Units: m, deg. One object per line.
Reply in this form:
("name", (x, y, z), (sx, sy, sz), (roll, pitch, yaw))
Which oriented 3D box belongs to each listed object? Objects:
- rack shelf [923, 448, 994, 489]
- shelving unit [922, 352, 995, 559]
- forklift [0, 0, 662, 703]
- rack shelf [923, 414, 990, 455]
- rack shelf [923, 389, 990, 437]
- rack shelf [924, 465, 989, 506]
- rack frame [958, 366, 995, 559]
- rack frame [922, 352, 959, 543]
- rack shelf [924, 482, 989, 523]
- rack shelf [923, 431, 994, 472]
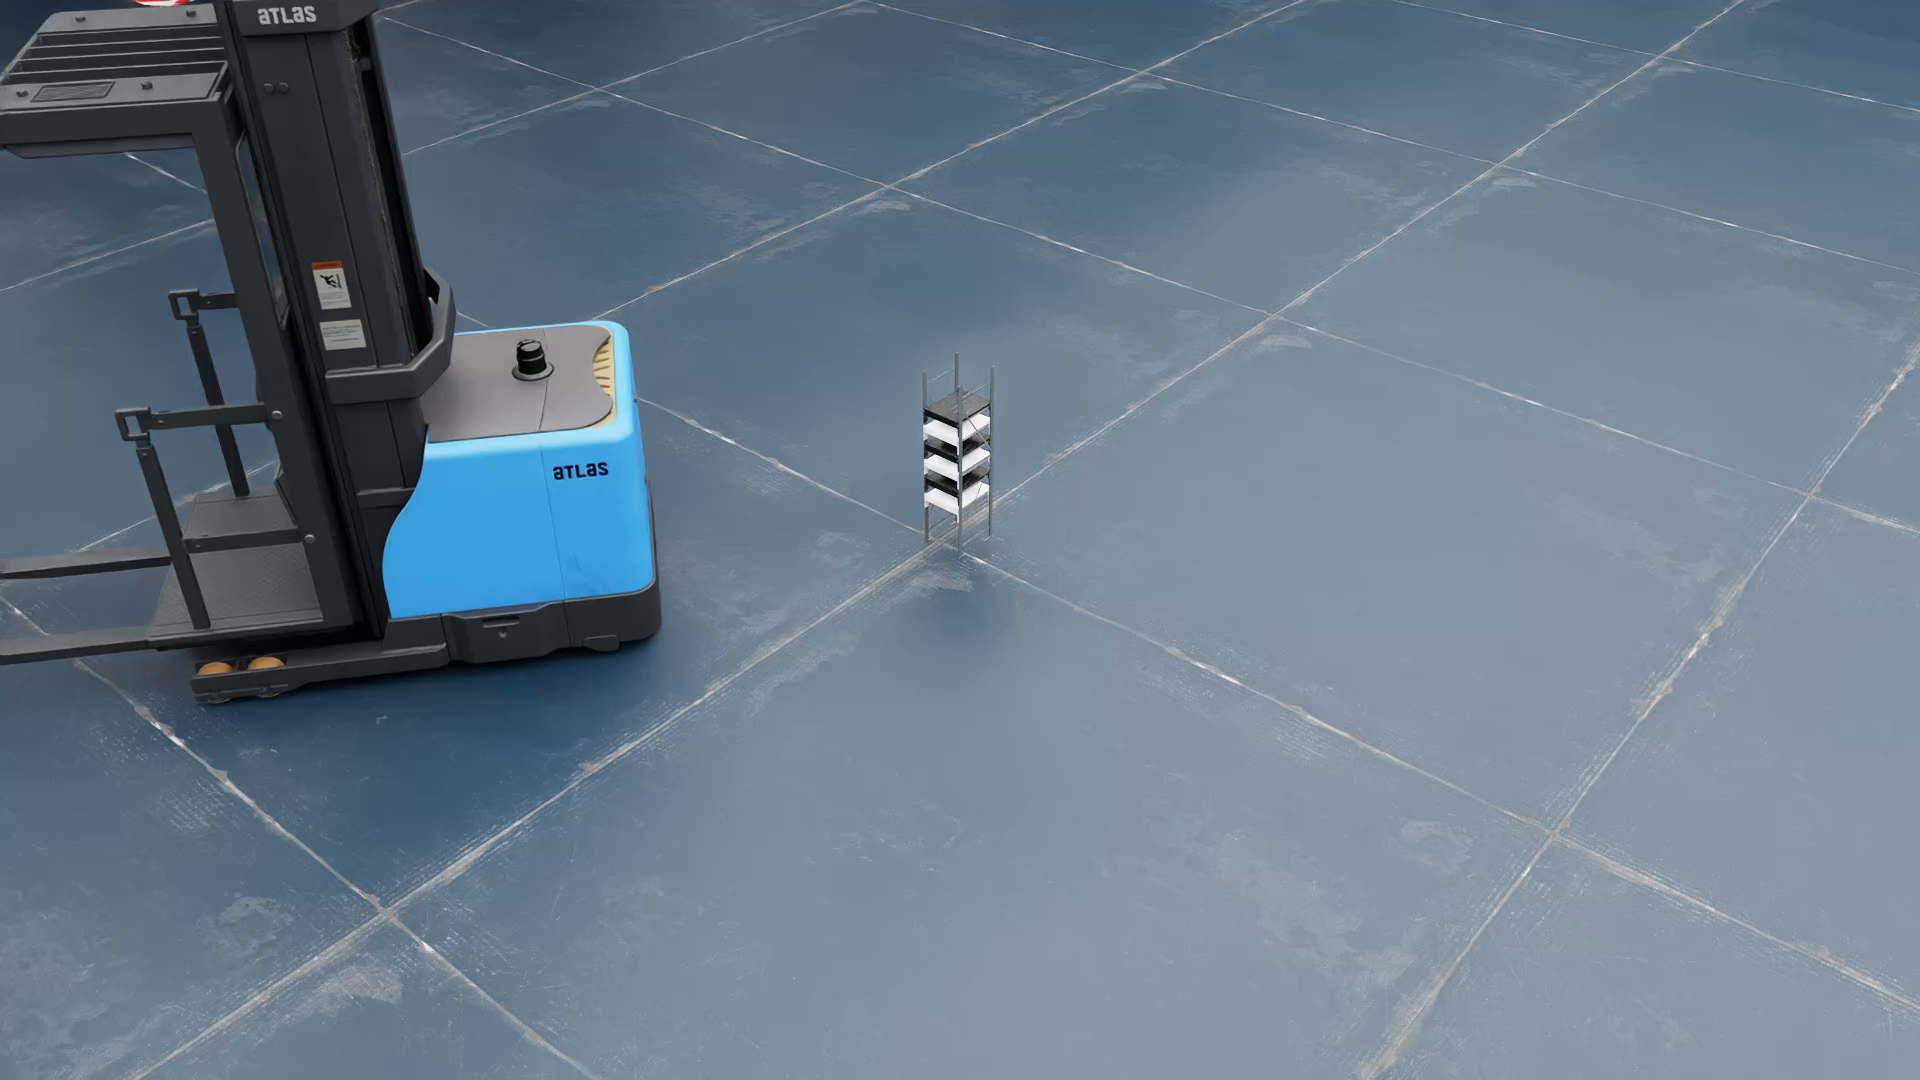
("rack shelf", (-0.006, -0.346, 7.518), (0.200, 0.077, 0.258), (25, 42, 32))
("shelving unit", (-0.006, -0.374, 7.500), (0.210, 0.900, 0.258), (25, 42, 32))
("forklift", (-2.843, -0.869, 6.426), (3.031, 2.935, 1.130), (-6, 35, -9))
("rack shelf", (-0.006, -0.495, 7.417), (0.200, 0.077, 0.258), (25, 42, 32))
("rack shelf", (-0.006, -0.569, 7.366), (0.200, 0.077, 0.258), (25, 42, 32))
("rack shelf", (-0.006, -0.272, 7.569), (0.200, 0.077, 0.258), (25, 42, 32))
("rack frame", (0.072, -0.337, 7.446), (0.006, 0.900, 0.240), (25, 42, 32))
("rack frame", (-0.084, -0.411, 7.553), (0.006, 0.900, 0.240), (25, 42, 32))
("rack shelf", (-0.006, -0.198, 7.620), (0.200, 0.077, 0.258), (25, 42, 32))
("rack shelf", (-0.006, -0.421, 7.467), (0.200, 0.077, 0.258), (25, 42, 32))
